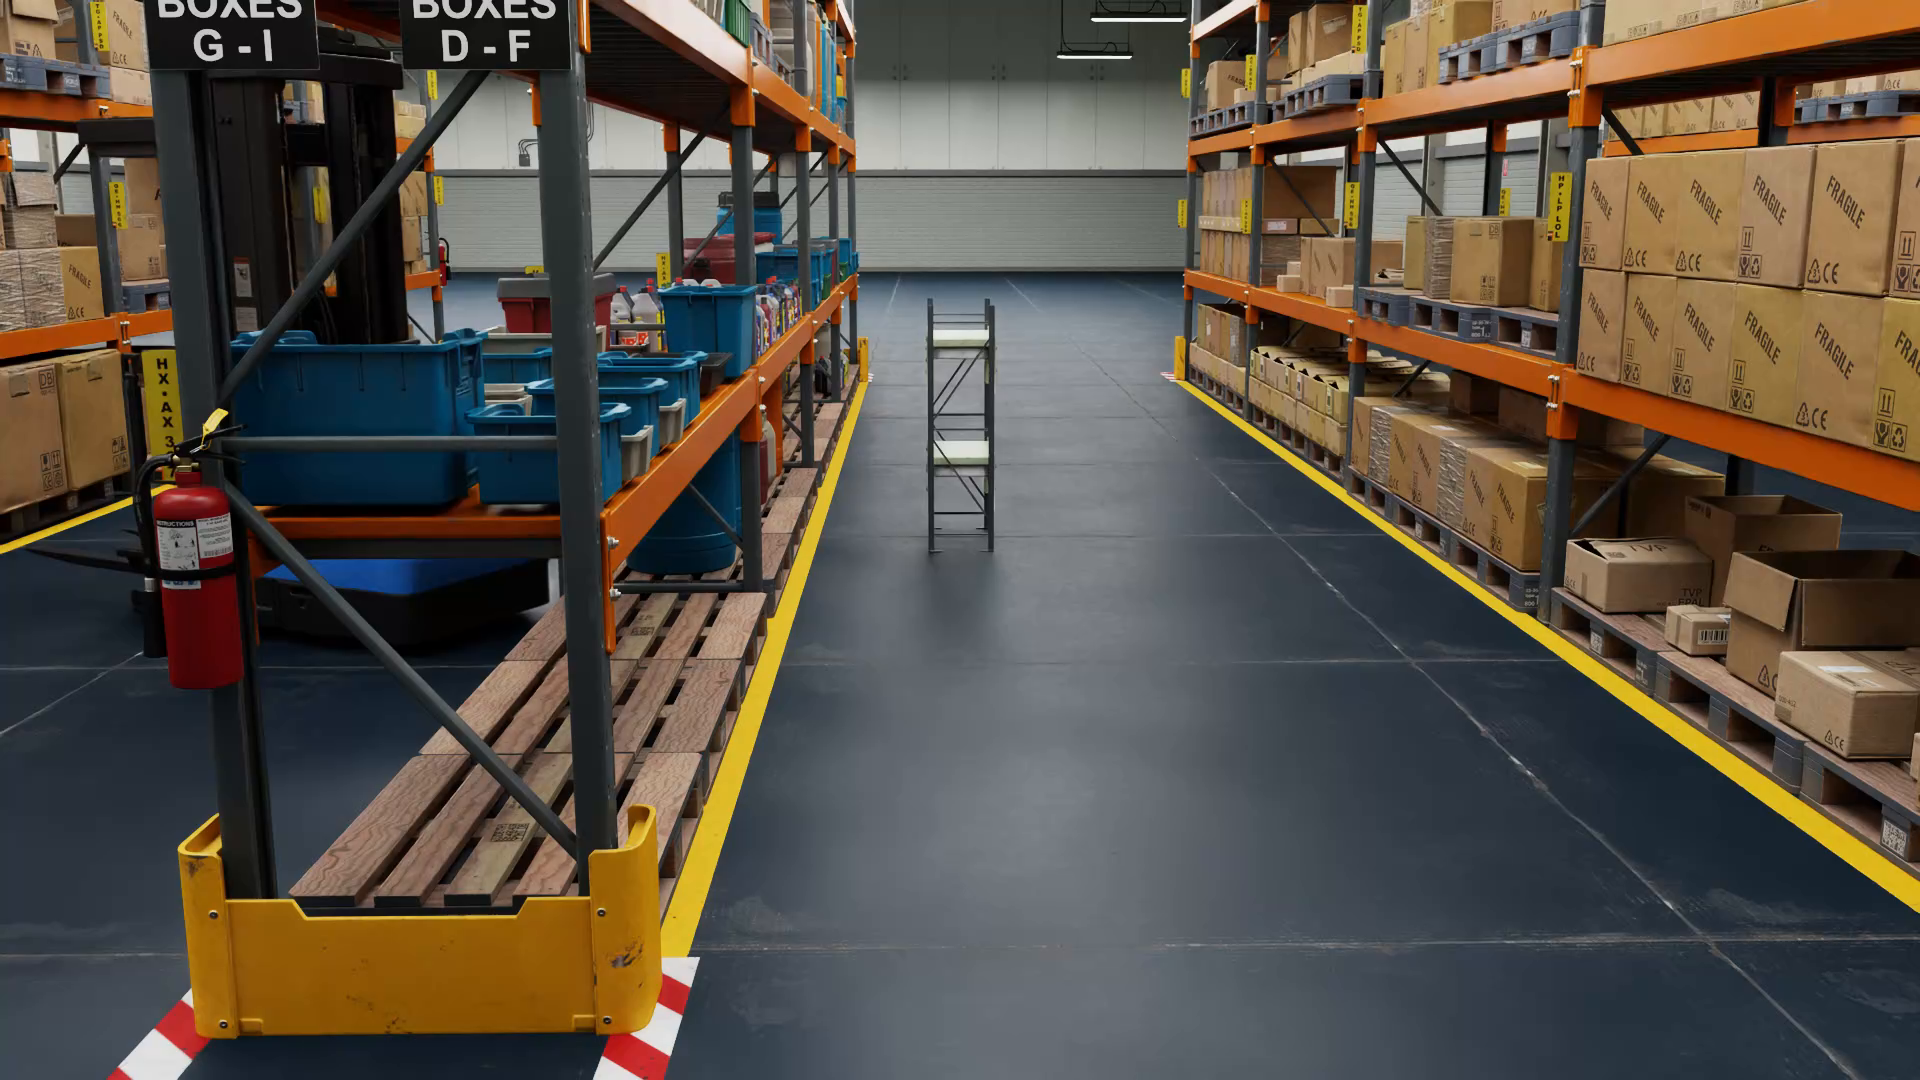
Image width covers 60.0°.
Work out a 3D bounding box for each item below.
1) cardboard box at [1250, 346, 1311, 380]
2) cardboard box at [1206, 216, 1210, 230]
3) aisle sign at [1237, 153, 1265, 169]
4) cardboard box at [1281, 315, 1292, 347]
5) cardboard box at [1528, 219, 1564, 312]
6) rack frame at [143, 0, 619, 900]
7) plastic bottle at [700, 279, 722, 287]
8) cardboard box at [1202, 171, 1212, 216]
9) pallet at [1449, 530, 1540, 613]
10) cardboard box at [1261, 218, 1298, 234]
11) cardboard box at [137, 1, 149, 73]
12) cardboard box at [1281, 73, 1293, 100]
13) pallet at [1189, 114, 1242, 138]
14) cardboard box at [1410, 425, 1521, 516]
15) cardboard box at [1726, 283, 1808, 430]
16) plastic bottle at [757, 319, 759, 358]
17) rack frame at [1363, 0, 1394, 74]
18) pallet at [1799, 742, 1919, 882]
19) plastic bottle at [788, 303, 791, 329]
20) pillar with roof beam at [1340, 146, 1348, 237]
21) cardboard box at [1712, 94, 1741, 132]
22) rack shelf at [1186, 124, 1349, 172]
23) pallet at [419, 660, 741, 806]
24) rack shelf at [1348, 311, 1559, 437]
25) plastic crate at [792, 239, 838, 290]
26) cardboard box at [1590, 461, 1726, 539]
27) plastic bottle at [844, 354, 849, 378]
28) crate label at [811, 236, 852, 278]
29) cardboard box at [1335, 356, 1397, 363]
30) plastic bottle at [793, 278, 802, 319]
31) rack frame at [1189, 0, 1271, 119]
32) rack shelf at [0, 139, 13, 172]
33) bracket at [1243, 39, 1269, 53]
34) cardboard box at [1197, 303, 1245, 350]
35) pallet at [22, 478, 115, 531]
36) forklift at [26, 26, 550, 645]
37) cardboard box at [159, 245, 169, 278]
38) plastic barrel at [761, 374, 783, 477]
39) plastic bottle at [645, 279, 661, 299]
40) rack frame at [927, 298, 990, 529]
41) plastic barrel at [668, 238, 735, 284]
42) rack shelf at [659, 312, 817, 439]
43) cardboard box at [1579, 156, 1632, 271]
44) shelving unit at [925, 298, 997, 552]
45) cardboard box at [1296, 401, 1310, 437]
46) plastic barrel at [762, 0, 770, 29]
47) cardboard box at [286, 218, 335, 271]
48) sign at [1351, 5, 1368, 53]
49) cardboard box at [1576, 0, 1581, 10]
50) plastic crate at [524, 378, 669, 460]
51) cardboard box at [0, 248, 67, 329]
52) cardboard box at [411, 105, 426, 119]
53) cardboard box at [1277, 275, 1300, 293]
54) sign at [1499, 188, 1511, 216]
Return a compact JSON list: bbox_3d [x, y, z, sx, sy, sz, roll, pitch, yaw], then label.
[{"bbox_3d":[3.052,-1.688,15.784,0.500,0.311,0.500,0,11,-1],"label":"cardboard box"},{"bbox_3d":[3.014,-3.619,18.971,0.380,0.149,0.250,0,11,-1],"label":"cardboard box"},{"bbox_3d":[3.502,-4.722,19.750,0.394,0.787,0.004,0,11,-1],"label":"aisle sign"},{"bbox_3d":[3.578,-2.057,17.126,0.500,0.500,0.500,0,11,-1],"label":"cardboard box"},{"bbox_3d":[3.594,-1.534,9.269,0.700,0.500,0.500,2,12,8],"label":"cardboard box"},{"bbox_3d":[-1.412,-0.233,4.164,1.000,3.000,0.127,0,11,-1],"label":"rack frame"},{"bbox_3d":[-1.739,-1.676,11.587,0.152,0.276,0.135,0,11,-1],"label":"plastic bottle"},{"bbox_3d":[3.208,-4.015,19.289,0.700,0.500,0.500,0,11,-1],"label":"cardboard box"},{"bbox_3d":[3.403,0.157,9.253,1.003,0.211,1.213,0,11,-1],"label":"pallet"},{"bbox_3d":[3.073,-3.058,16.206,0.380,0.149,0.250,0,11,-1],"label":"cardboard box"},{"bbox_3d":[-6.289,-3.762,12.507,0.500,0.500,0.500,0,11,-1],"label":"cardboard box"},{"bbox_3d":[3.534,-4.547,16.701,0.500,0.311,0.500,-1,12,-4],"label":"cardboard box"},{"bbox_3d":[3.198,-4.719,18.955,1.003,0.211,1.213,0,11,-1],"label":"pallet"},{"bbox_3d":[3.137,-0.434,10.336,0.500,0.500,0.500,-1,11,-3],"label":"cardboard box"},{"bbox_3d":[3.230,-0.692,6.175,0.500,0.500,0.500,0,11,-2],"label":"cardboard box"},{"bbox_3d":[-1.078,-1.072,8.593,0.061,0.283,0.133,0,11,-1],"label":"plastic bottle"},{"bbox_3d":[3.375,-4.783,11.503,1.000,3.000,0.127,0,11,-1],"label":"rack frame"},{"bbox_3d":[3.521,0.940,5.393,1.003,0.211,1.213,0,11,-1],"label":"pallet"},{"bbox_3d":[-1.141,-1.462,10.723,0.097,0.201,0.097,0,11,0],"label":"plastic bottle"},{"bbox_3d":[4.366,-9.819,36.327,9.100,9.000,0.548,0,11,-1],"label":"pillar with roof beam"},{"bbox_3d":[7.990,-4.388,16.798,0.500,0.500,0.500,-1,12,-6],"label":"cardboard box"},{"bbox_3d":[3.251,-4.153,17.751,1.077,0.370,4.000,0,11,-1],"label":"rack shelf"},{"bbox_3d":[-1.413,0.727,6.442,1.003,0.211,1.213,0,11,-1],"label":"pallet"},{"bbox_3d":[3.416,-1.093,10.211,1.077,0.370,4.000,0,11,-1],"label":"rack shelf"},{"bbox_3d":[-1.344,-2.555,15.447,0.402,0.464,0.583,0,11,-1],"label":"plastic crate"},{"bbox_3d":[3.691,-0.136,8.864,0.500,0.500,0.500,-1,11,-4],"label":"cardboard box"},{"bbox_3d":[-1.289,-1.881,18.030,0.152,0.276,0.135,0,11,-1],"label":"plastic bottle"},{"bbox_3d":[-1.434,-3.066,18.040,0.502,0.435,0.616,0,11,-1],"label":"crate label"},{"bbox_3d":[3.612,-1.489,14.805,0.500,0.311,0.500,0,11,-1],"label":"cardboard box"},{"bbox_3d":[-1.142,-1.688,11.626,0.061,0.283,0.133,0,11,-1],"label":"plastic bottle"},{"bbox_3d":[3.210,-6.373,19.341,1.000,3.000,0.127,0,11,-1],"label":"rack frame"},{"bbox_3d":[-11.614,-4.113,17.553,1.077,0.370,4.000,0,11,-1],"label":"rack shelf"},{"bbox_3d":[8.129,-13.390,44.875,0.076,0.066,4.783,0,11,-1],"label":"bracket"},{"bbox_3d":[3.011,-2.452,19.075,0.500,0.500,0.500,0,11,-1],"label":"cardboard box"},{"bbox_3d":[-6.588,-0.279,11.405,1.003,0.211,1.213,0,11,-1],"label":"pallet"},{"bbox_3d":[-3.676,-1.095,8.585,3.031,2.935,1.130,6,13,26],"label":"forklift"},{"bbox_3d":[-6.334,-2.269,13.522,0.500,0.250,0.500,-1,11,-3],"label":"cardboard box"},{"bbox_3d":[-1.550,-0.868,11.698,0.600,0.830,0.708,0,11,-1],"label":"plastic barrel"},{"bbox_3d":[-1.864,-1.404,10.061,0.144,0.351,0.185,0,11,-1],"label":"plastic bottle"},{"bbox_3d":[-0.008,-0.809,10.775,0.400,1.500,0.023,0,11,-1],"label":"rack frame"},{"bbox_3d":[-1.890,-1.981,12.438,0.600,0.536,0.708,0,11,-1],"label":"plastic barrel"},{"bbox_3d":[-1.536,-1.073,10.114,1.077,0.370,4.000,0,11,-1],"label":"rack shelf"},{"bbox_3d":[3.186,-1.492,7.603,0.500,0.500,0.500,0,11,0],"label":"cardboard box"},{"bbox_3d":[0.000,-0.736,10.417,0.431,1.500,0.755,0,11,-1],"label":"shelving unit"},{"bbox_3d":[3.099,-1.007,13.839,0.500,0.250,0.500,0,11,0],"label":"cardboard box"},{"bbox_3d":[-1.569,-3.597,11.064,0.600,0.830,0.708,0,11,-1],"label":"plastic barrel"},{"bbox_3d":[-6.559,-2.883,16.224,0.875,0.500,0.500,0,11,-1],"label":"cardboard box"},{"bbox_3d":[2.820,-3.605,11.738,0.100,0.325,0.005,0,11,-1],"label":"sign"},{"bbox_3d":[3.521,-2.922,8.315,0.600,0.600,0.600,-1,12,-7],"label":"cardboard box"},{"bbox_3d":[-1.102,-0.362,5.068,0.416,0.233,0.300,0,11,-1],"label":"plastic crate"},{"bbox_3d":[-6.267,-1.656,10.925,0.500,0.500,0.500,0,11,-2],"label":"cardboard box"},{"bbox_3d":[-6.377,-4.931,19.152,0.380,0.149,0.250,0,11,-1],"label":"cardboard box"},{"bbox_3d":[3.106,-2.338,15.171,0.380,0.149,0.250,0,11,-1],"label":"cardboard box"},{"bbox_3d":[3.917,-2.376,12.012,0.100,0.325,0.005,0,11,-1],"label":"sign"}]
